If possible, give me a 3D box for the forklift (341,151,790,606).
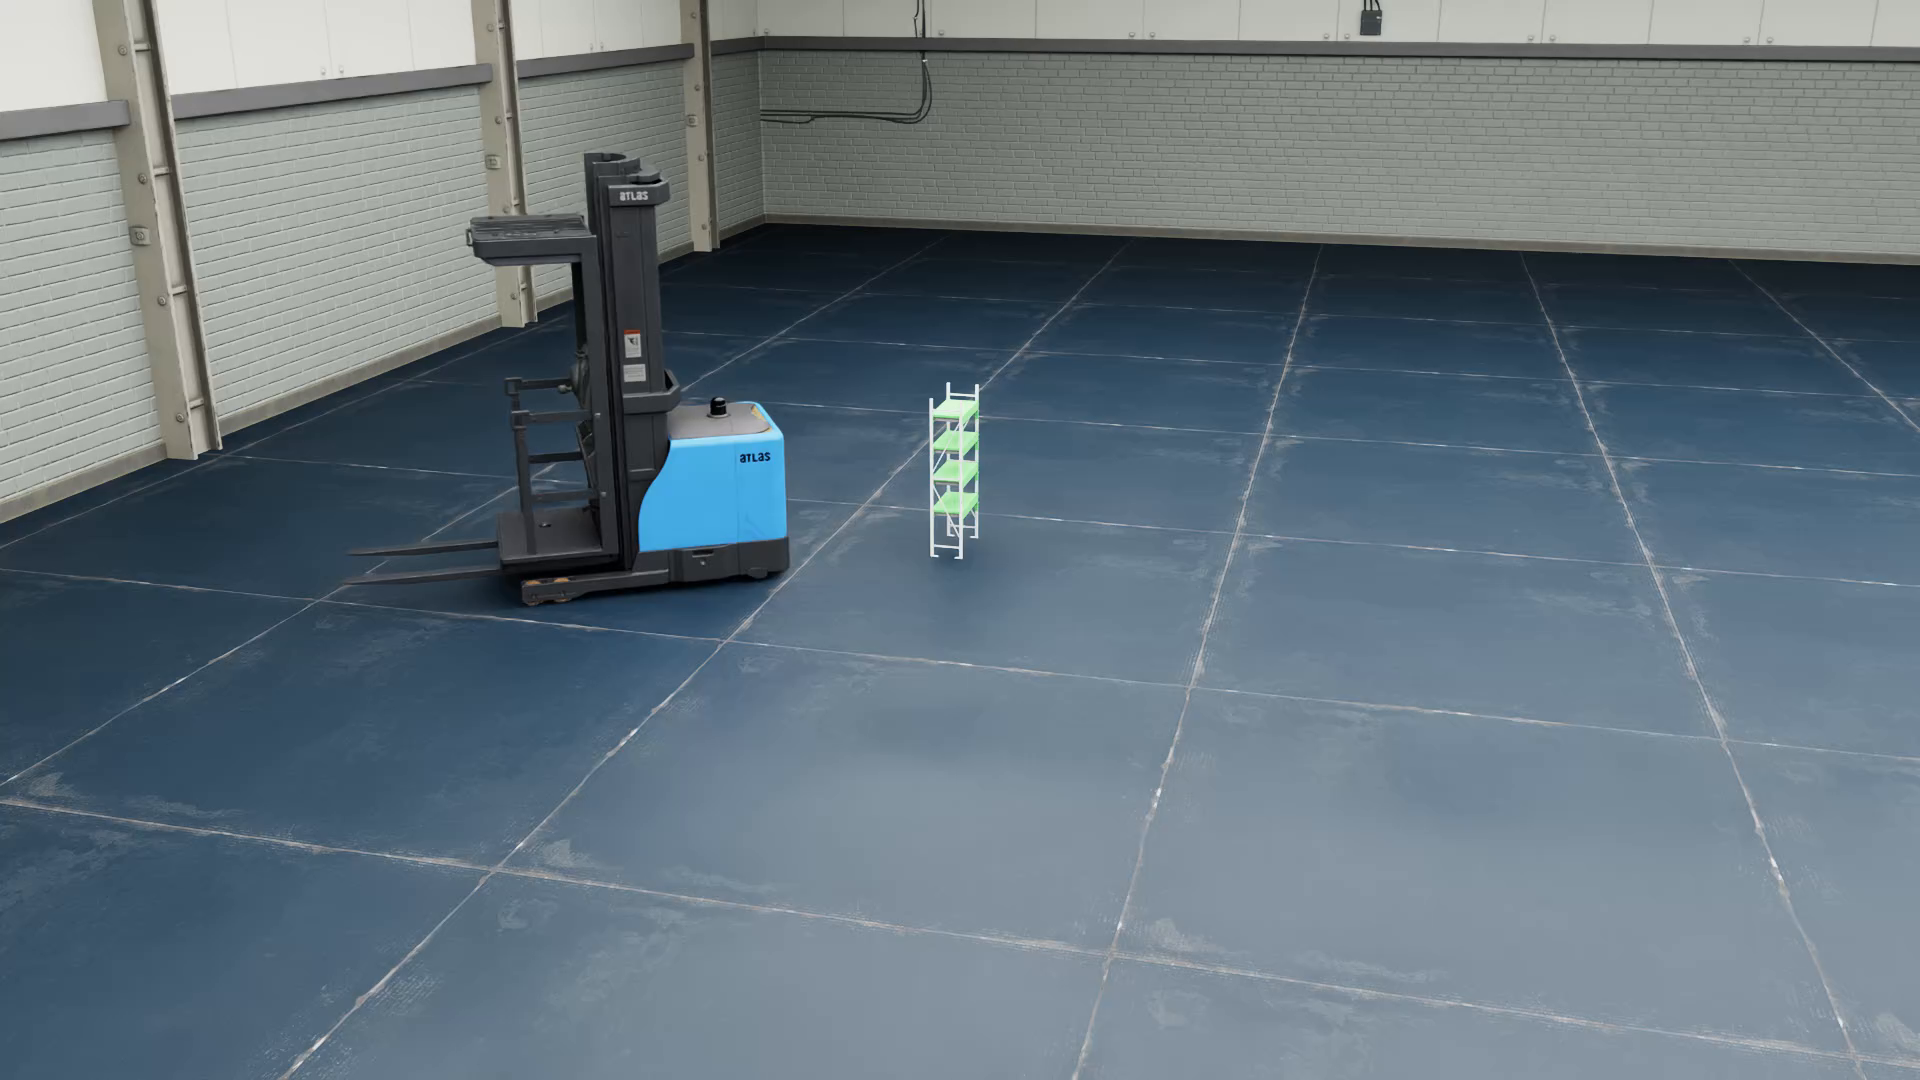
[{"bbox_3d":[-2.794,-1.129,11.458,3.031,2.935,1.130,-6,20,-16],"label":"forklift"}]

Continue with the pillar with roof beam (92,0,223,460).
[{"bbox_3d":[-2.728,-4.703,12.535,9.100,9.000,0.400,5,19,13],"label":"pillar with roof beam"}]

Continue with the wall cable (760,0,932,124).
[{"bbox_3d":[-1.969,-8.154,27.442,3.097,2.526,0.112,5,19,13],"label":"wall cable"}]

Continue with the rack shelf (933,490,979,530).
[{"bbox_3d":[-0.040,-0.228,12.440,0.258,0.148,0.480,5,19,13],"label":"rack shelf"}]

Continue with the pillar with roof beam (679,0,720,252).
[{"bbox_3d":[0.204,-8.464,23.547,9.100,9.000,0.400,5,19,13],"label":"pillar with roof beam"}]

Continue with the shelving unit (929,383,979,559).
[{"bbox_3d":[-0.040,-0.516,12.342,0.258,1.200,0.503,5,19,13],"label":"shelving unit"}]

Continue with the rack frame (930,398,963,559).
[{"bbox_3d":[-0.100,-0.439,12.118,0.240,1.200,0.015,5,19,13],"label":"rack frame"}]

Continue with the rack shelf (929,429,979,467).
[{"bbox_3d":[-0.040,-0.683,12.285,0.258,0.148,0.480,5,19,13],"label":"rack shelf"}]

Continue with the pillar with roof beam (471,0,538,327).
[{"bbox_3d":[-1.262,-6.584,18.041,9.100,9.000,0.400,5,19,13],"label":"pillar with roof beam"}]

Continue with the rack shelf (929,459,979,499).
[{"bbox_3d":[-0.040,-0.455,12.362,0.258,0.148,0.480,5,19,13],"label":"rack shelf"}]

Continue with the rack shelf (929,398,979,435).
[{"bbox_3d":[-0.040,-0.910,12.207,0.258,0.148,0.480,5,19,13],"label":"rack shelf"}]

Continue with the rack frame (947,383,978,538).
[{"bbox_3d":[0.019,-0.592,12.566,0.240,1.200,0.015,5,19,13],"label":"rack frame"}]

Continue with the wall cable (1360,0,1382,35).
[{"bbox_3d":[7.233,-10.478,24.181,2.305,6.003,0.169,5,19,13],"label":"wall cable"}]
